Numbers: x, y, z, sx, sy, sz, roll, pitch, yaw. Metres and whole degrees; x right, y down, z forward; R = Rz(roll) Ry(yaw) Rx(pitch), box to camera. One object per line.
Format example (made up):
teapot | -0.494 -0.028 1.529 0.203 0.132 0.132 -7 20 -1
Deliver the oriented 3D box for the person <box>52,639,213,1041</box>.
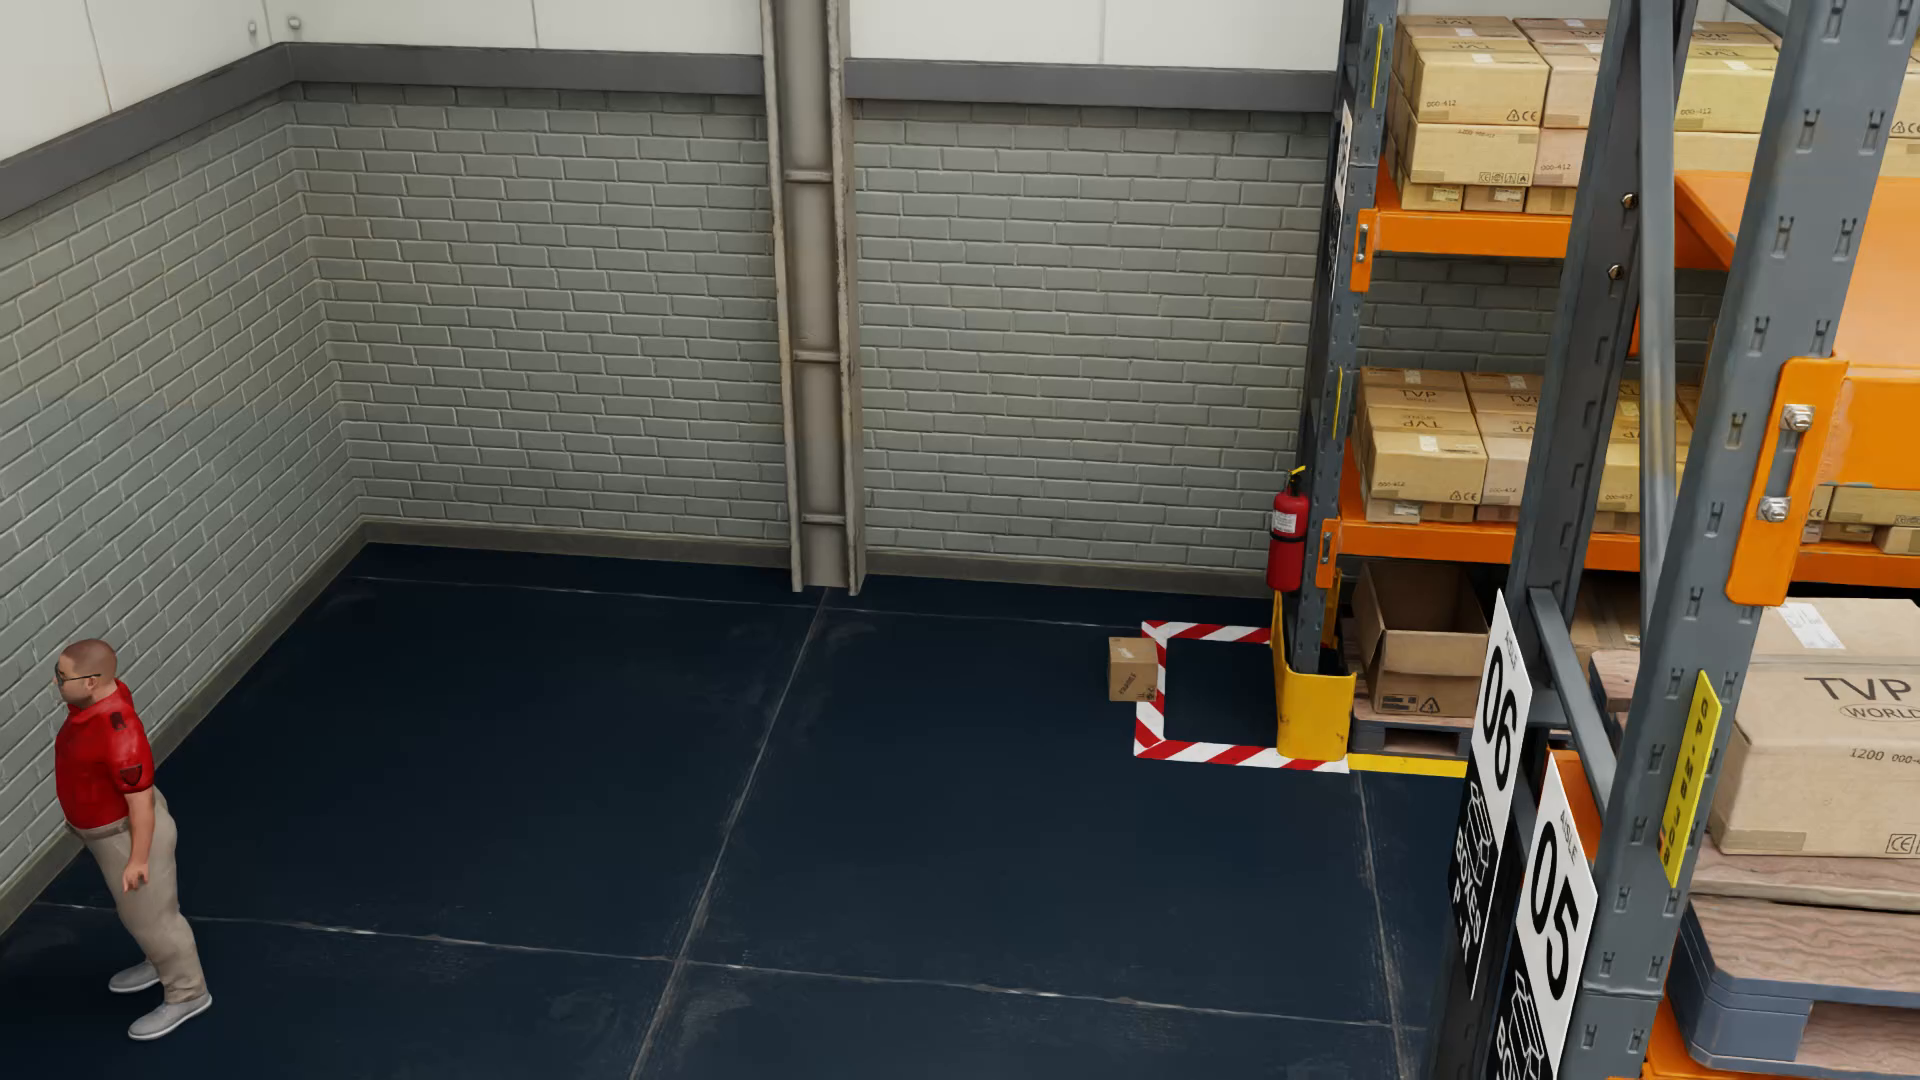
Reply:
person | -3.280 1.151 6.495 0.386 1.727 0.520 -18 33 -30
